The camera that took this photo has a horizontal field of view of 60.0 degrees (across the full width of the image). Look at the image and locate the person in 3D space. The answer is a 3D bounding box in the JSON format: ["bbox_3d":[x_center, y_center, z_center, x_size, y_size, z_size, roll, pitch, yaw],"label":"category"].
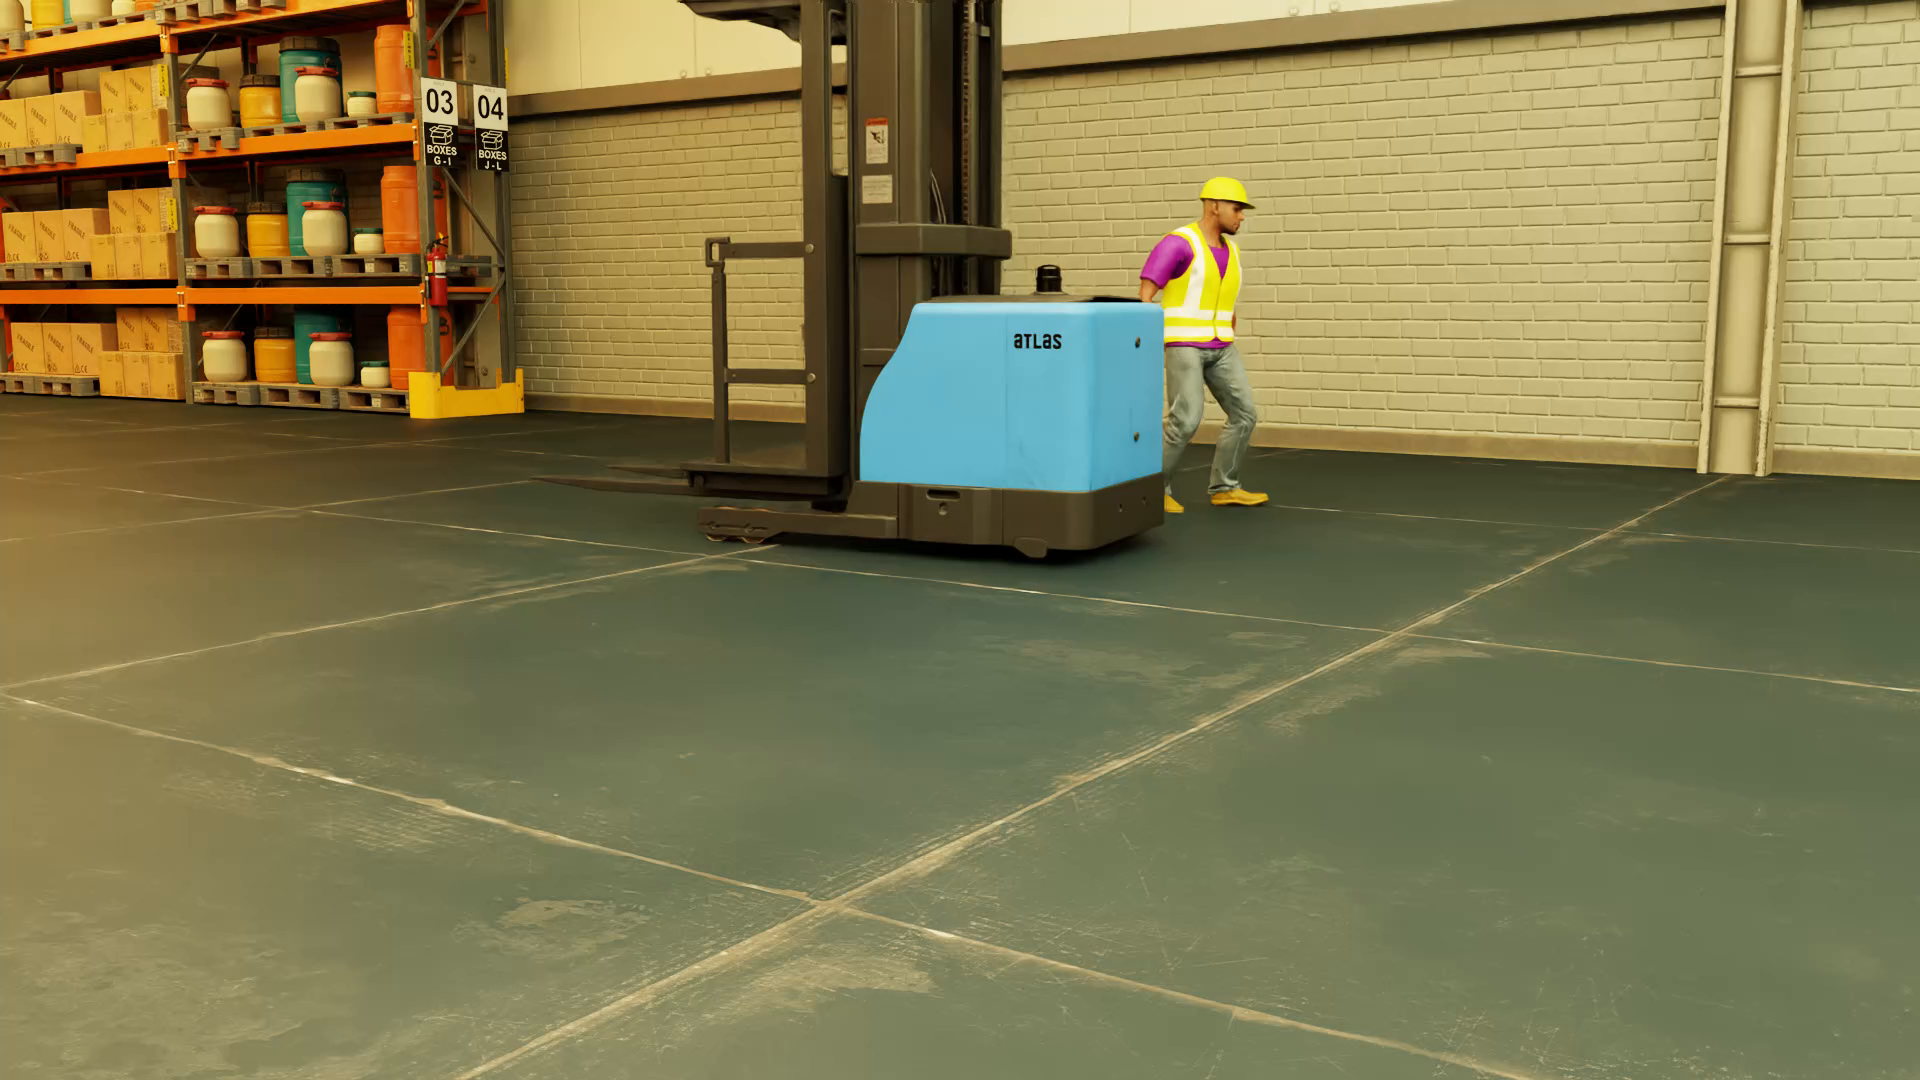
[{"bbox_3d":[1.230,-1.001,8.624,0.884,1.733,0.473,-6,10,-35],"label":"person"}]

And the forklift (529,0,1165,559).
[{"bbox_3d":[-0.620,-1.491,7.678,3.031,2.935,1.130,4,9,25],"label":"forklift"}]
